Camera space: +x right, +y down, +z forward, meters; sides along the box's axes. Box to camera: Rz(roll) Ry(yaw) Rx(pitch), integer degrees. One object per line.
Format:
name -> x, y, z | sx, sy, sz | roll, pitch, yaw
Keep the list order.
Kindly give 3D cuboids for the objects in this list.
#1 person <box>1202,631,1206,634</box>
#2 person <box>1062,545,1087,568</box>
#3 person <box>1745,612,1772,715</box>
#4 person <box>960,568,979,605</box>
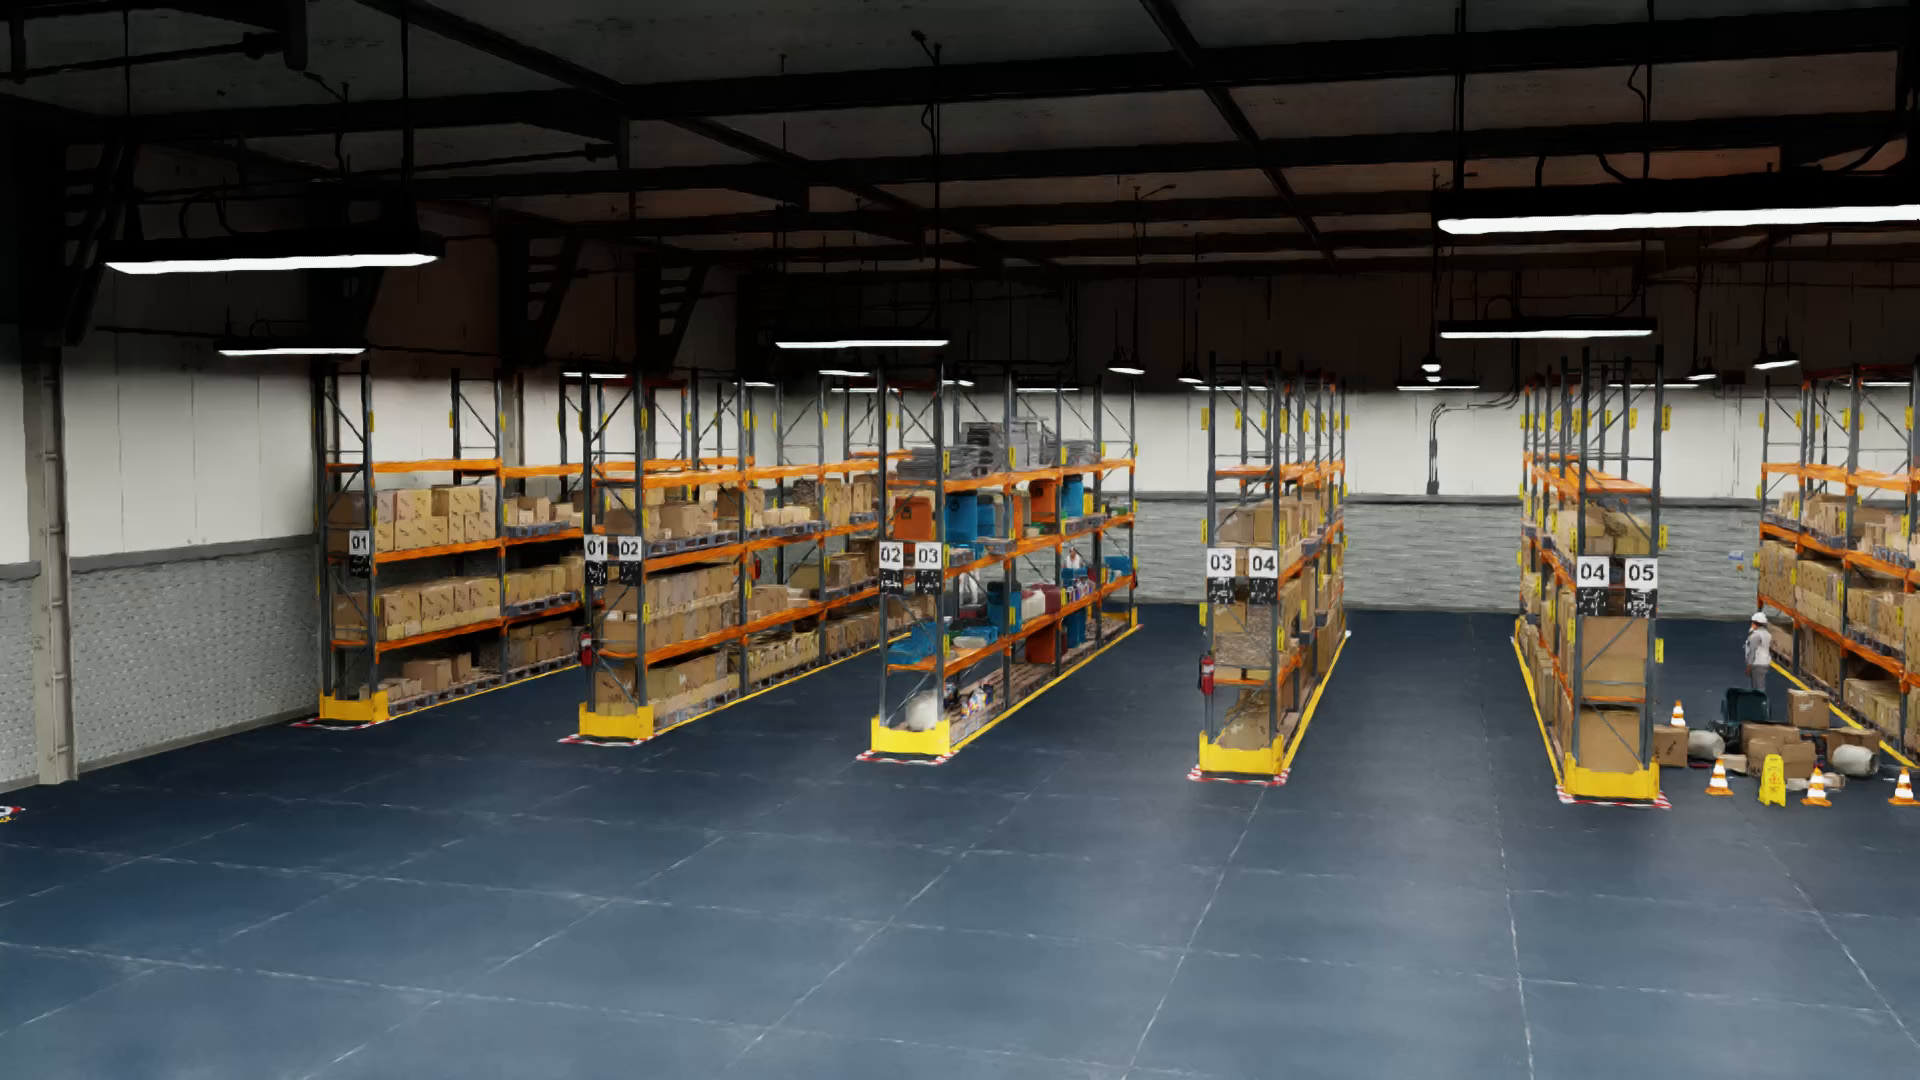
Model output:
person -> 5.904, 1.345, 38.701 | 0.585, 1.787, 0.740 | 2, 4, 21
person -> 3.017, 1.006, 43.802 | 0.711, 1.751, 0.680 | 2, 4, 20
person -> 13.422, 2.101, 28.043 | 0.570, 1.768, 0.626 | 4, 6, 43
person -> 0.170, 1.058, 43.057 | 0.716, 1.719, 0.858 | 0, 4, -4
